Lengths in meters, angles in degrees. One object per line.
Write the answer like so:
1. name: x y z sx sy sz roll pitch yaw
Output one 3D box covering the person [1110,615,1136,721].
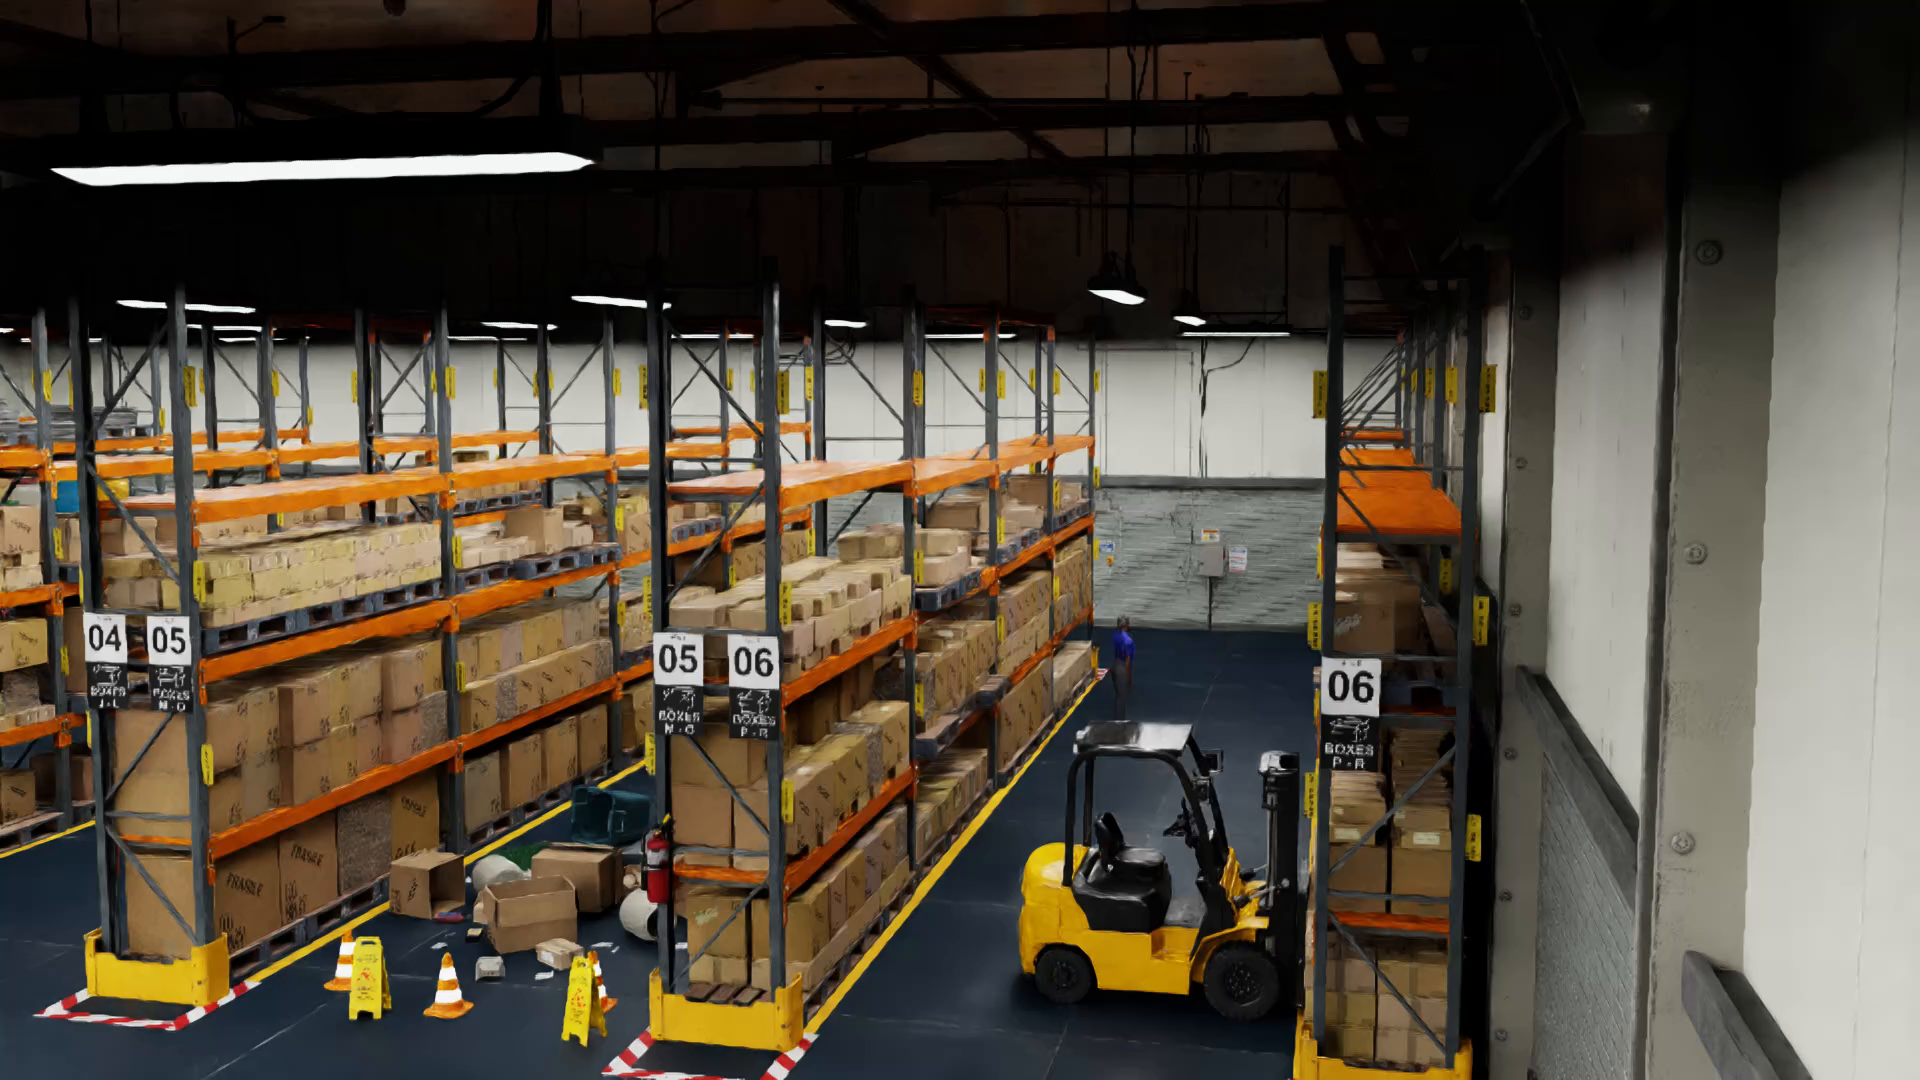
1. person: 2.379 1.902 24.017 0.422 1.663 0.502 -2 6 -16
